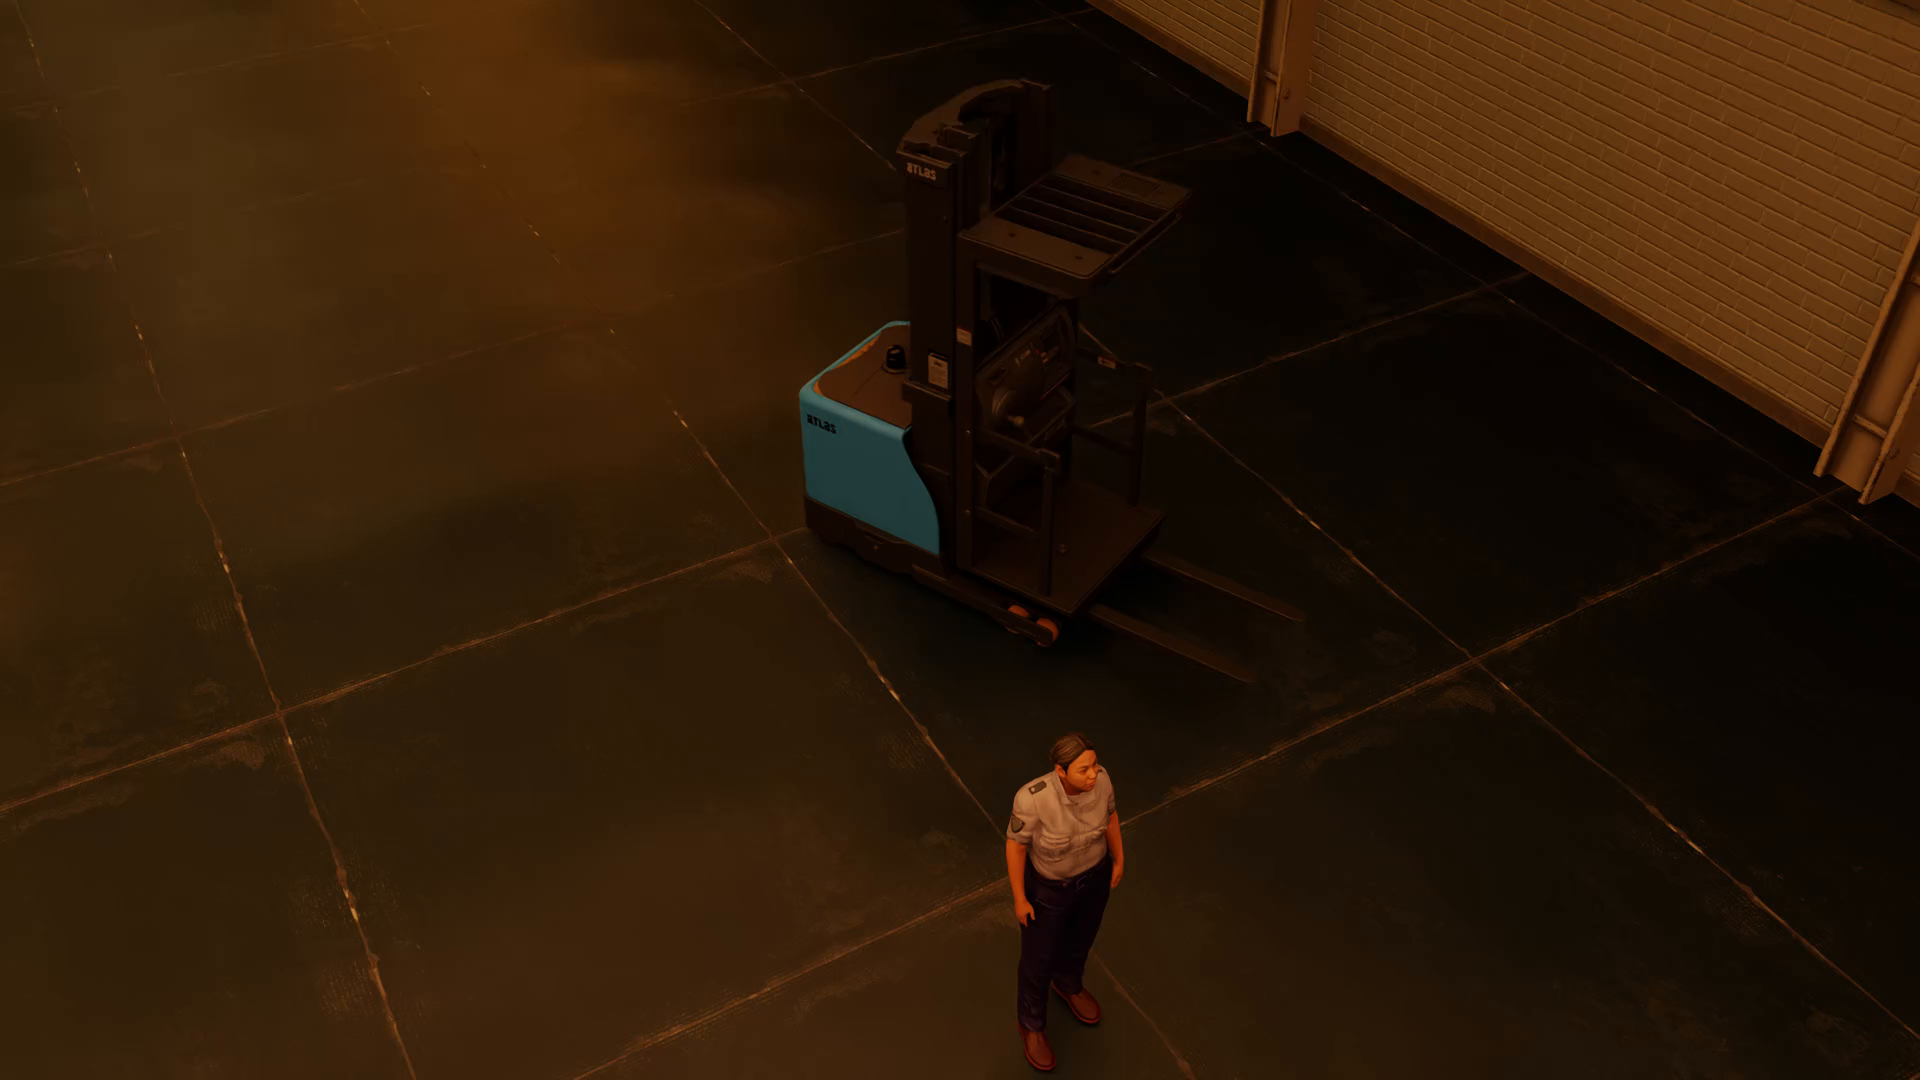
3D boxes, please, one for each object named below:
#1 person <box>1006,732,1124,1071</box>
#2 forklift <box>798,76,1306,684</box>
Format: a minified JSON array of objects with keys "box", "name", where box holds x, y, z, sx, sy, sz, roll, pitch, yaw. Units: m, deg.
[{"box":[0.490,1.534,7.181,0.596,1.650,0.502,-20,44,-22],"name":"person"},{"box":[0.539,-0.901,9.123,3.031,2.935,1.130,24,45,26],"name":"forklift"}]
